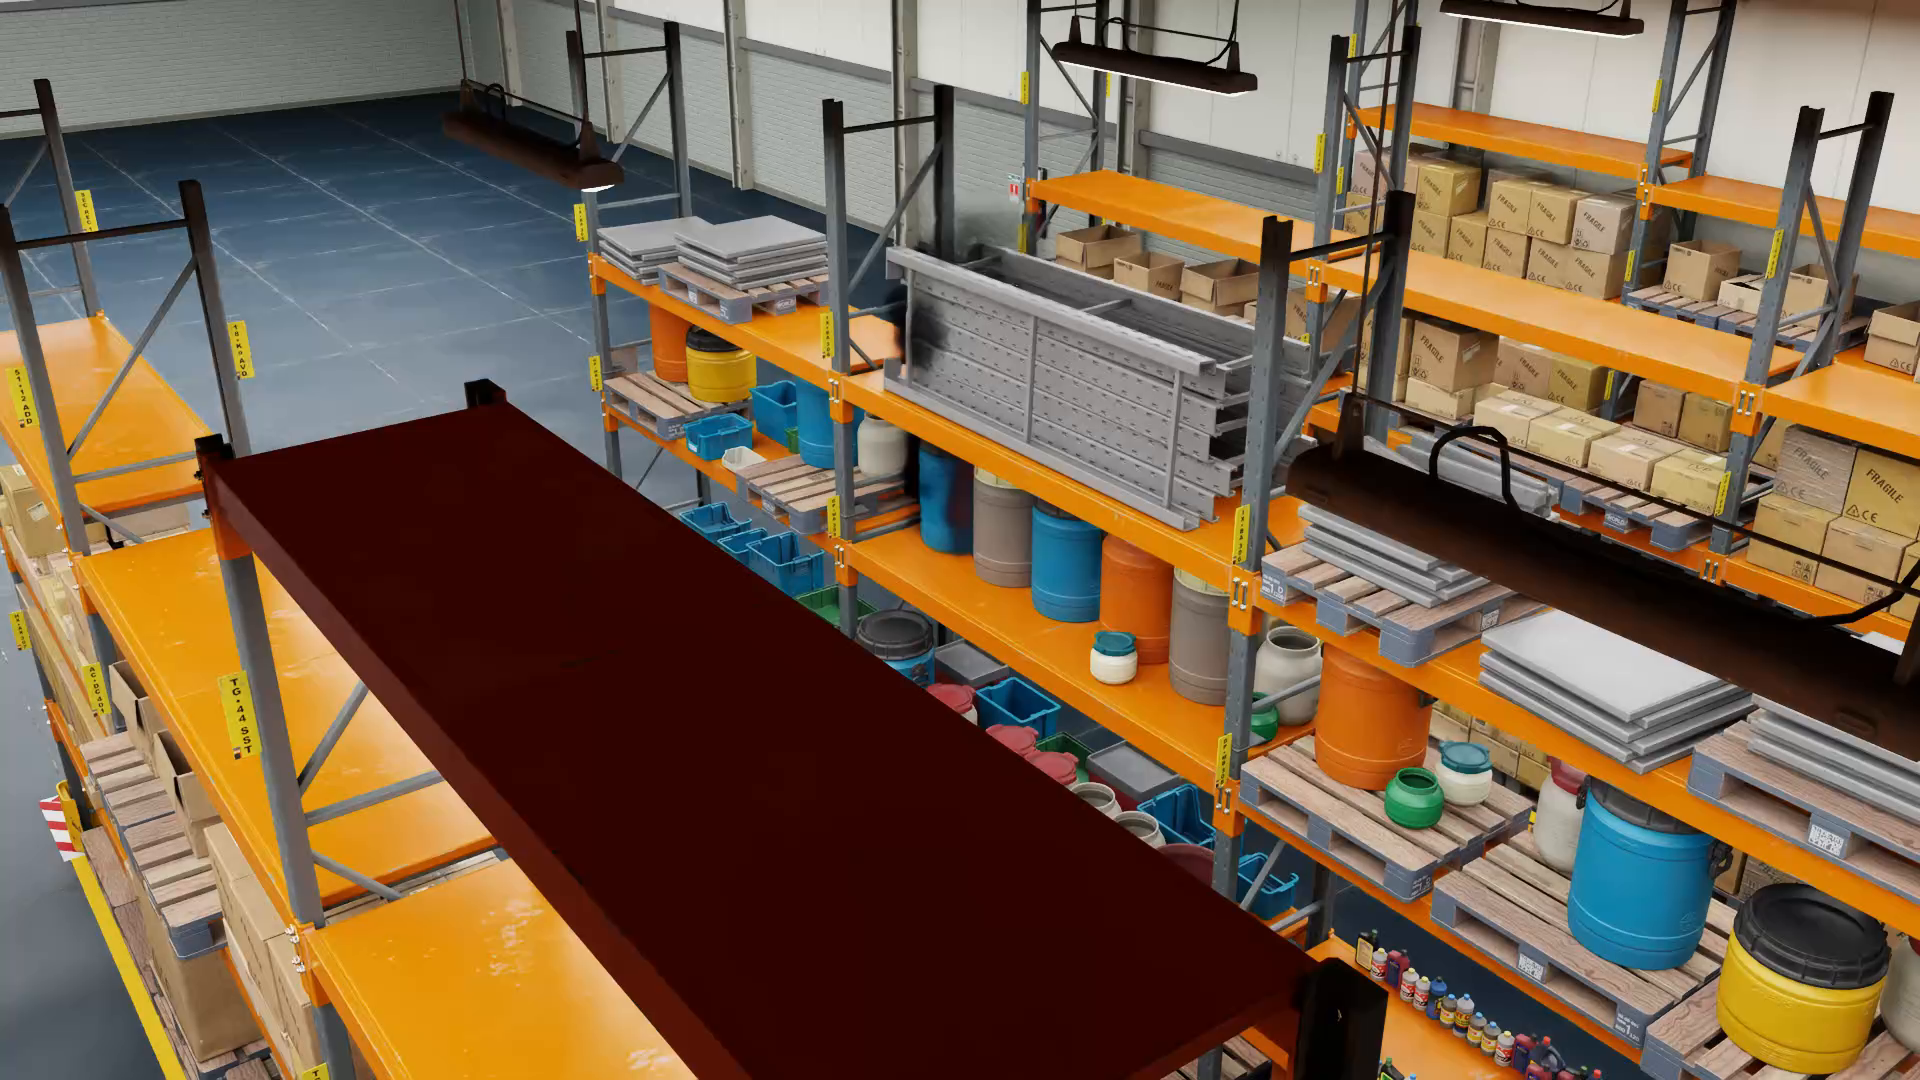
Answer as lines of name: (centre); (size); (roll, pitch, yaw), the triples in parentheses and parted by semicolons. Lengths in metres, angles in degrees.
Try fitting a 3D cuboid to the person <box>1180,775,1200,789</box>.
person: (2.087, 1.299, 13.375); (0.936, 1.784, 0.709); (21, 32, 38)
